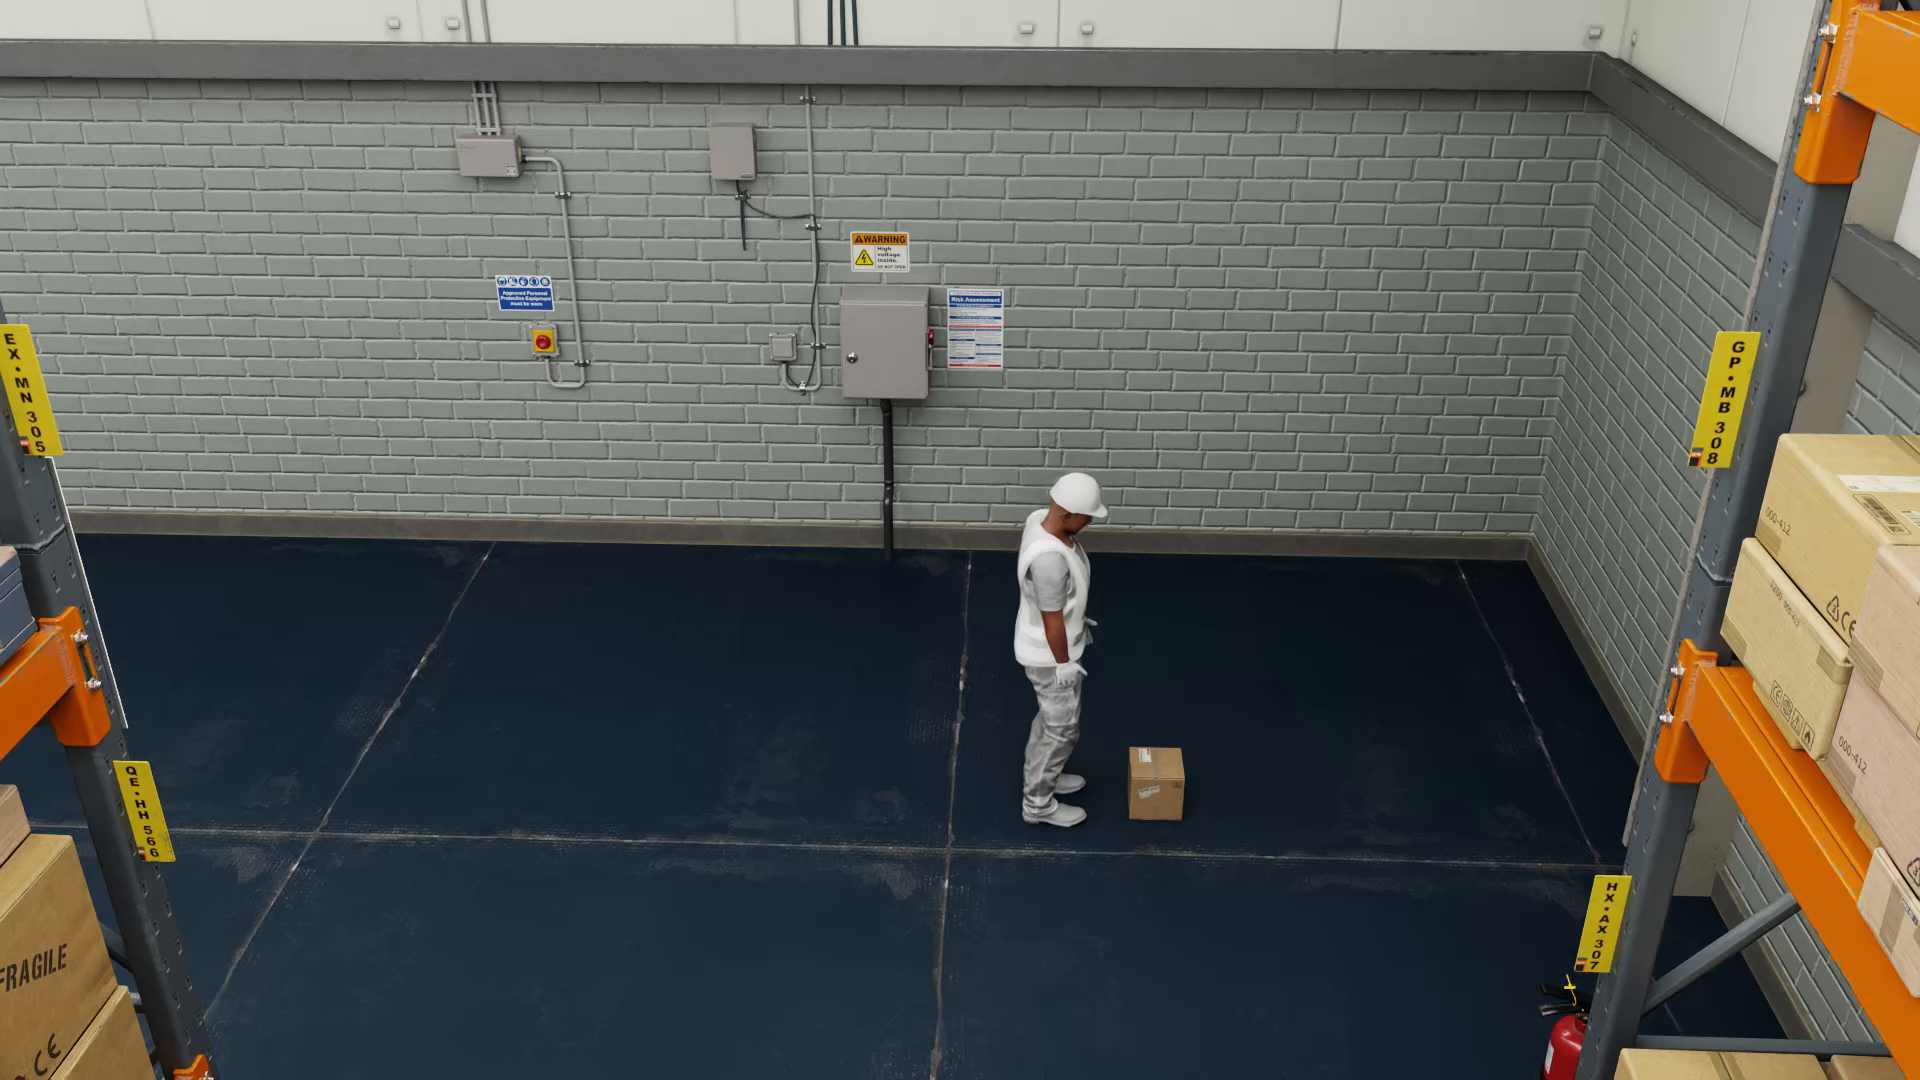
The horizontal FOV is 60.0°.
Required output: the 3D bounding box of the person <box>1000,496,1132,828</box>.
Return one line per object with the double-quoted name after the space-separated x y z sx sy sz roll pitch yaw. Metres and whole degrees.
0.480 0.536 7.732 0.584 1.644 0.594 1 28 3 "person"
